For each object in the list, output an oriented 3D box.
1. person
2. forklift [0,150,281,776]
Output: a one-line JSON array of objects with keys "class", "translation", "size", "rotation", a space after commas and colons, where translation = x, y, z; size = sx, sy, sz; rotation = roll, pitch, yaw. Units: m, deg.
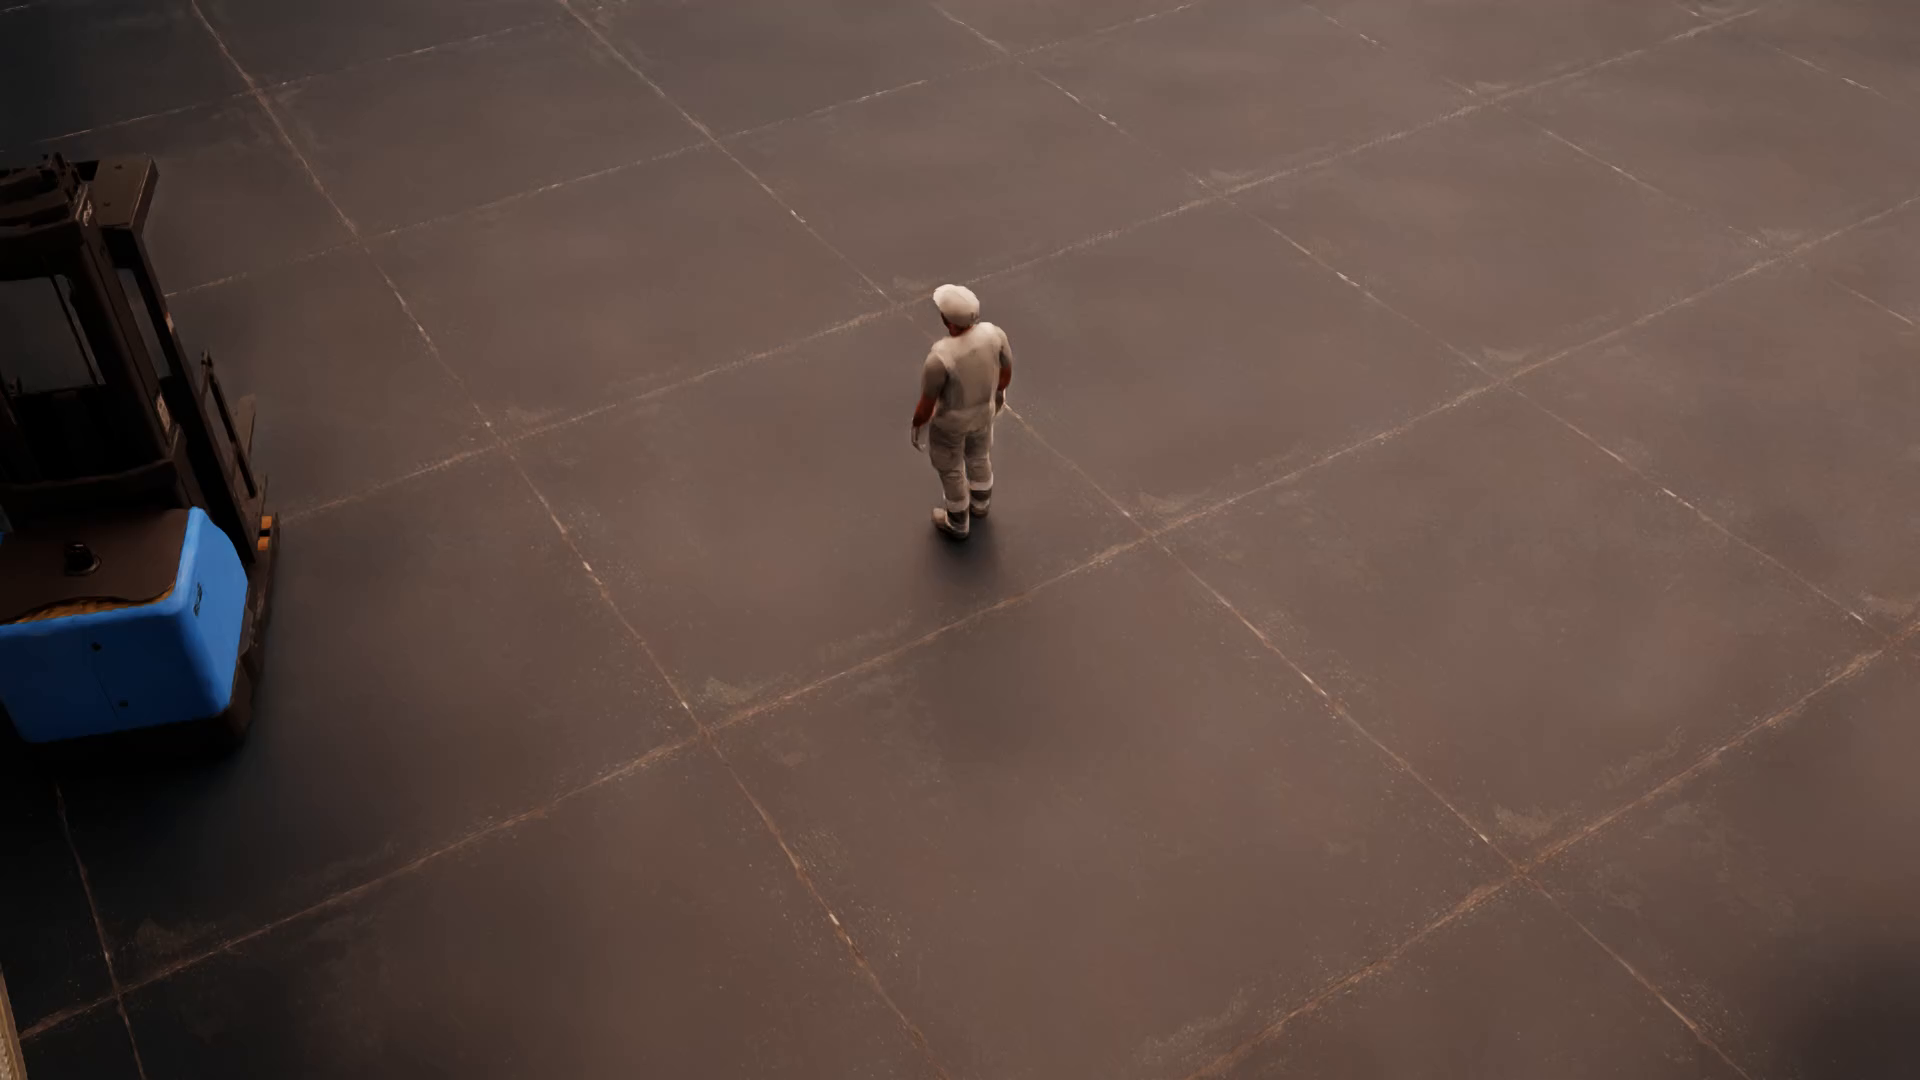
[{"class": "person", "translation": [-0.034, -0.757, 9.535], "size": [0.637, 1.787, 0.563], "rotation": [-23, 46, -24]}, {"class": "forklift", "translation": [-4.607, -0.861, 8.856], "size": [1.130, 2.935, 3.031], "rotation": [-8, 42, -9]}]
